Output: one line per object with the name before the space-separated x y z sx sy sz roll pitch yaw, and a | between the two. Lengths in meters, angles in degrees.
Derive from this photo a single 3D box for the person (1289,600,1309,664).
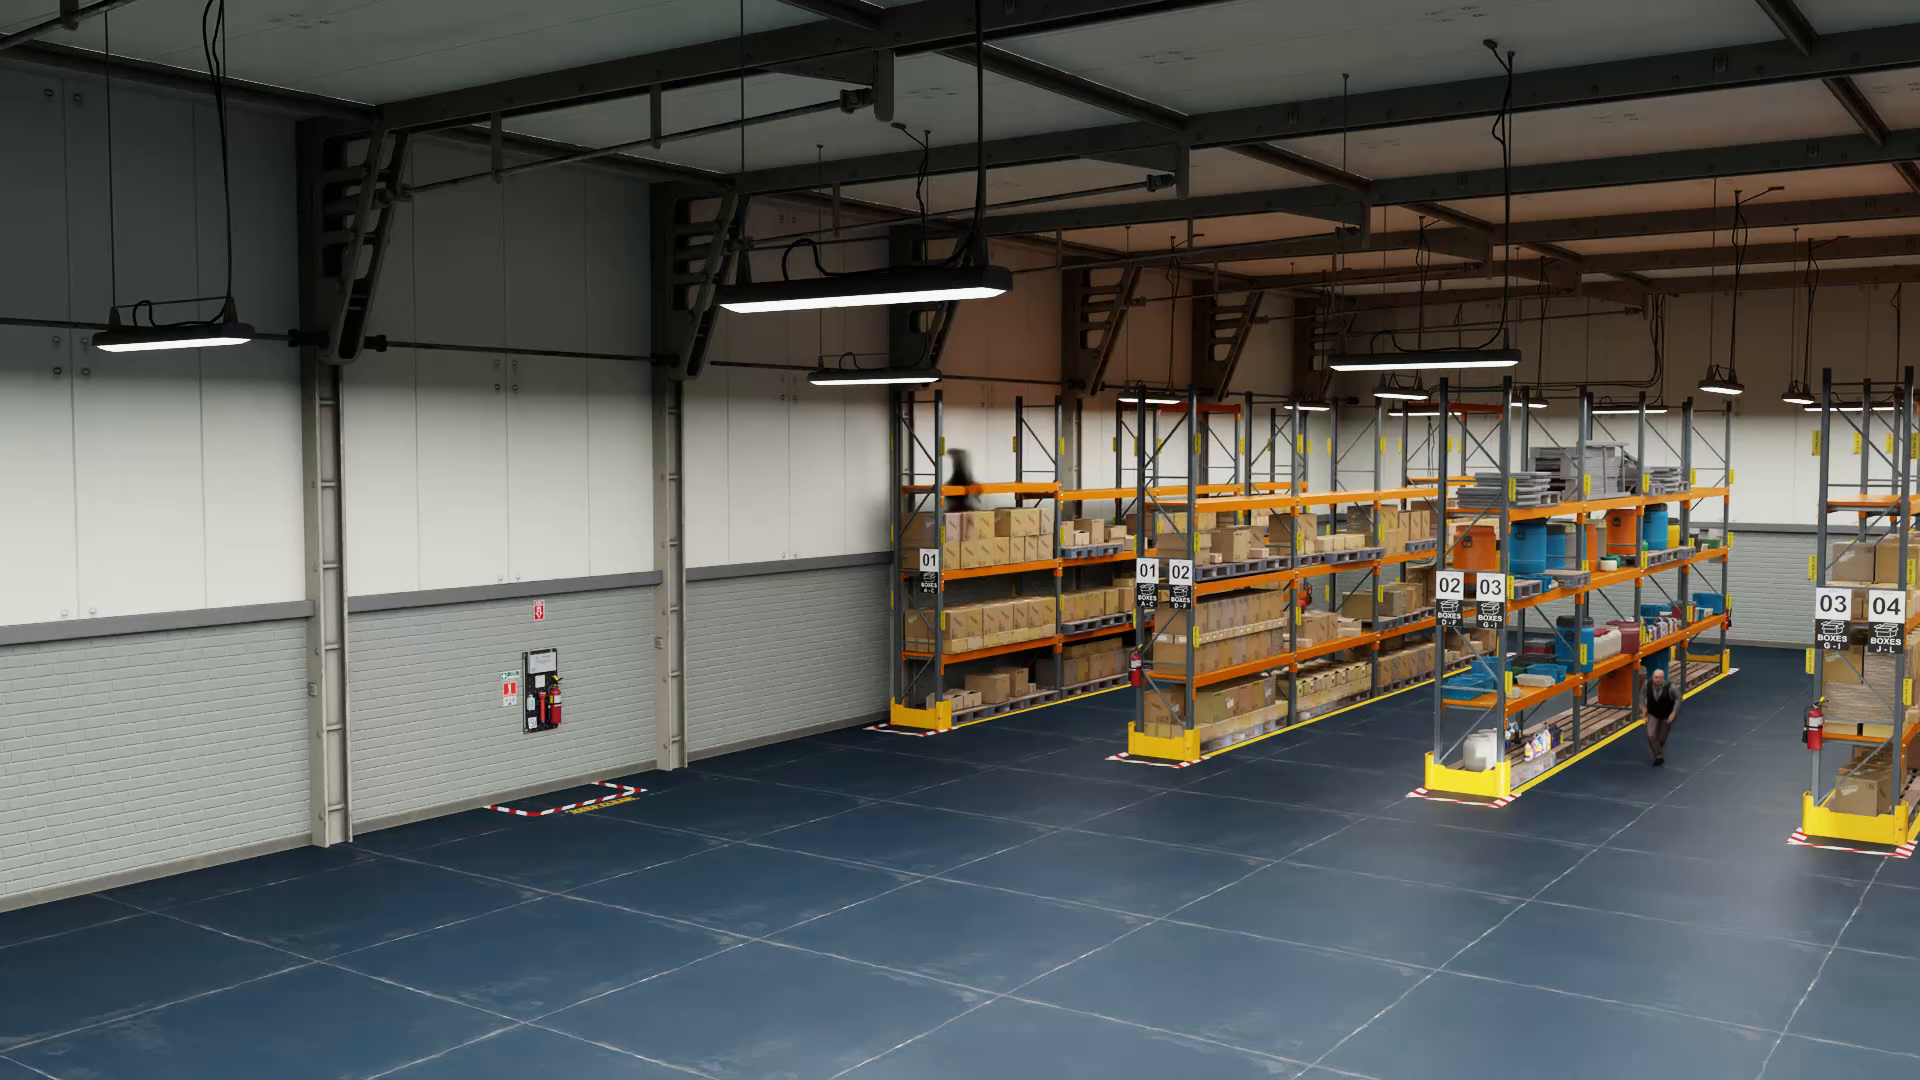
person | 7.368 2.135 35.804 0.659 1.715 0.705 1 4 24

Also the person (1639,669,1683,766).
person | 11.046 2.764 26.194 0.655 1.547 1.014 2 4 28
